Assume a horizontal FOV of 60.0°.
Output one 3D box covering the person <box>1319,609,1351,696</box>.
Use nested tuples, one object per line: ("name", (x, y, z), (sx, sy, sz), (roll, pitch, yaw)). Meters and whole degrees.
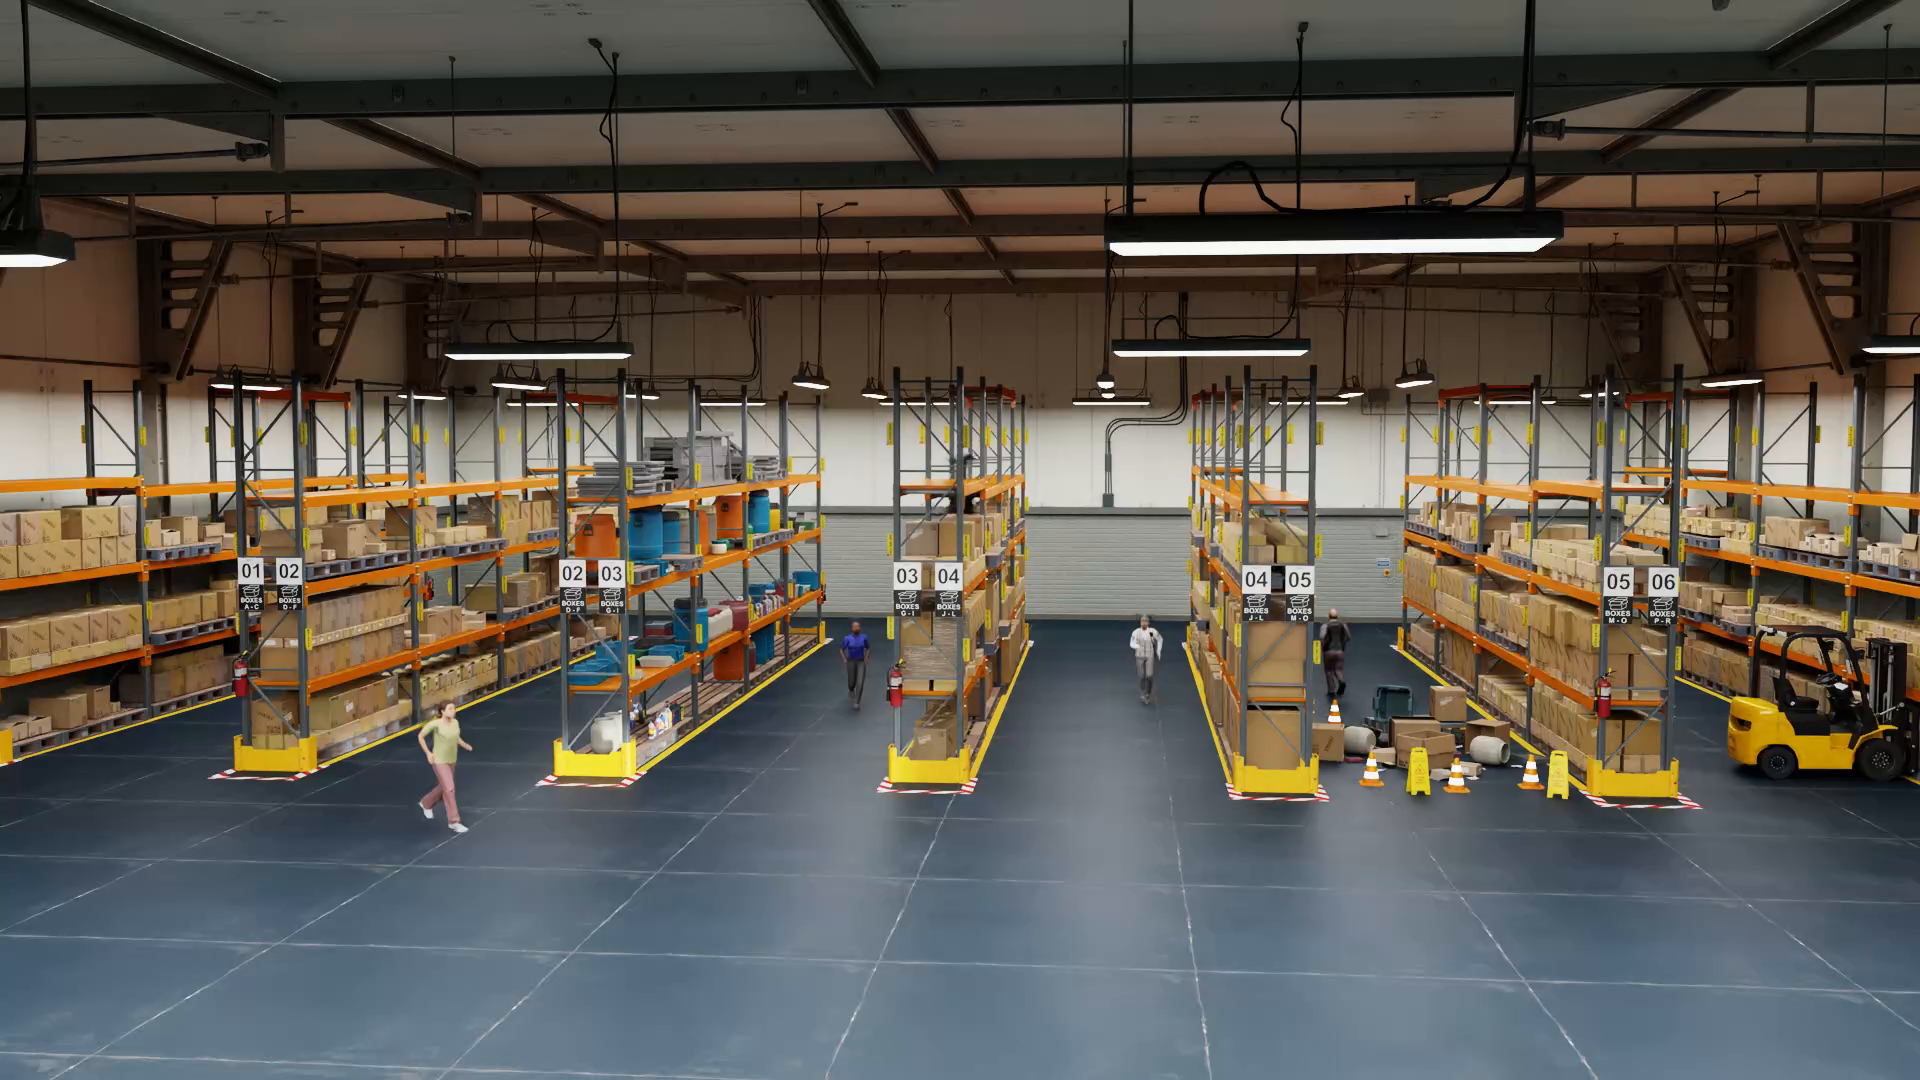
("person", (7.237, 2.186, 32.072), (0.654, 1.673, 0.757), (0, 4, -2))

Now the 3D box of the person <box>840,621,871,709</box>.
("person", (-1.926, 2.296, 30.780), (0.585, 1.607, 0.653), (-1, 4, -8))

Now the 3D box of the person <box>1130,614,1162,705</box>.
("person", (3.478, 2.228, 31.131), (0.592, 1.719, 0.786), (1, 4, 11))

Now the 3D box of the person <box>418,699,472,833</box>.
("person", (-6.628, 2.851, 21.245), (0.951, 1.666, 0.551), (2, 4, 30))
